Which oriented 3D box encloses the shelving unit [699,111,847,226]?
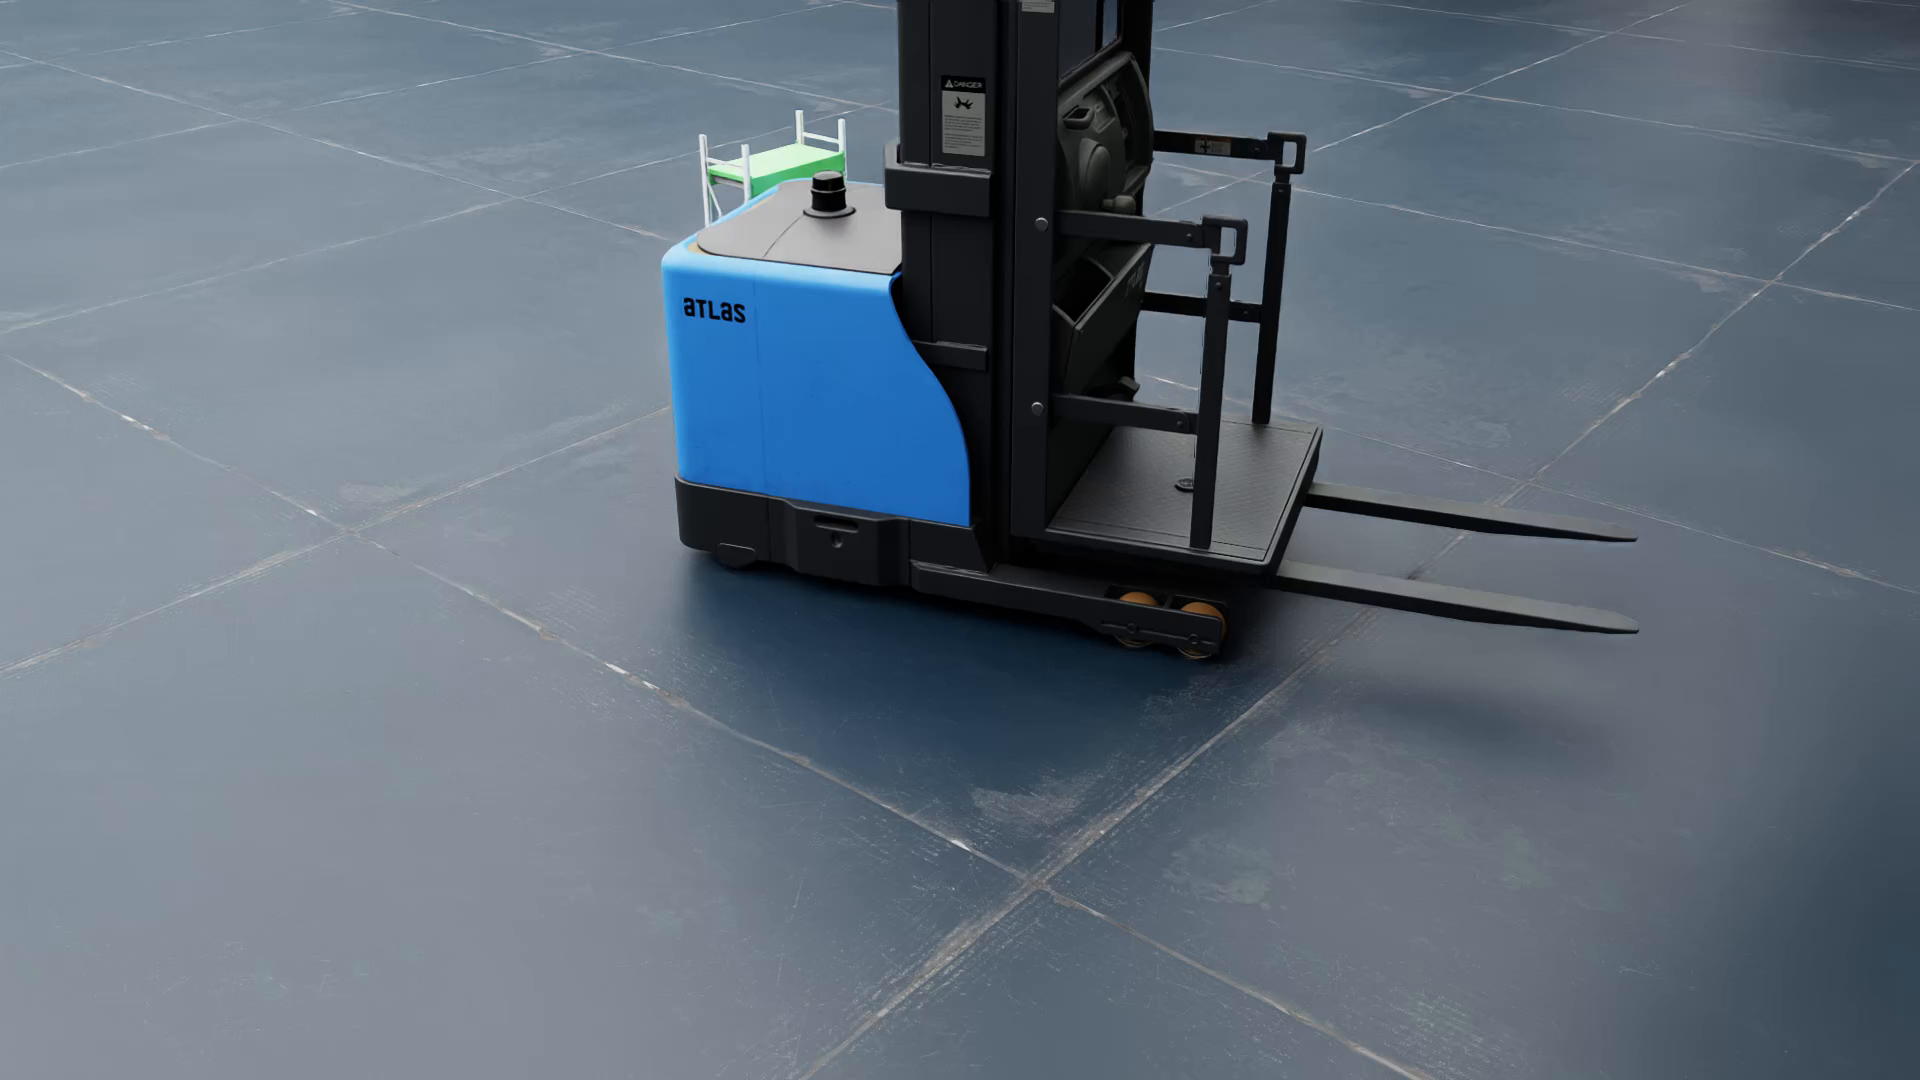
[{"bbox_3d":[-0.676,-0.962,6.304,0.258,1.200,0.503,21,34,35],"label":"shelving unit"}]

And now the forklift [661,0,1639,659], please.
[{"bbox_3d":[0.626,-1.217,4.913,3.031,2.935,1.130,9,29,17],"label":"forklift"}]

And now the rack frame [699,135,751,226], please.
[{"bbox_3d":[-0.833,-0.876,6.137,0.240,1.200,0.015,21,34,35],"label":"rack frame"}]

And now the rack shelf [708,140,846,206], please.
[{"bbox_3d":[-0.677,-1.332,6.113,0.258,0.148,0.480,21,34,35],"label":"rack shelf"}]

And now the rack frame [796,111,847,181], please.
[{"bbox_3d":[-0.520,-1.048,6.470,0.240,1.200,0.015,21,34,35],"label":"rack frame"}]
